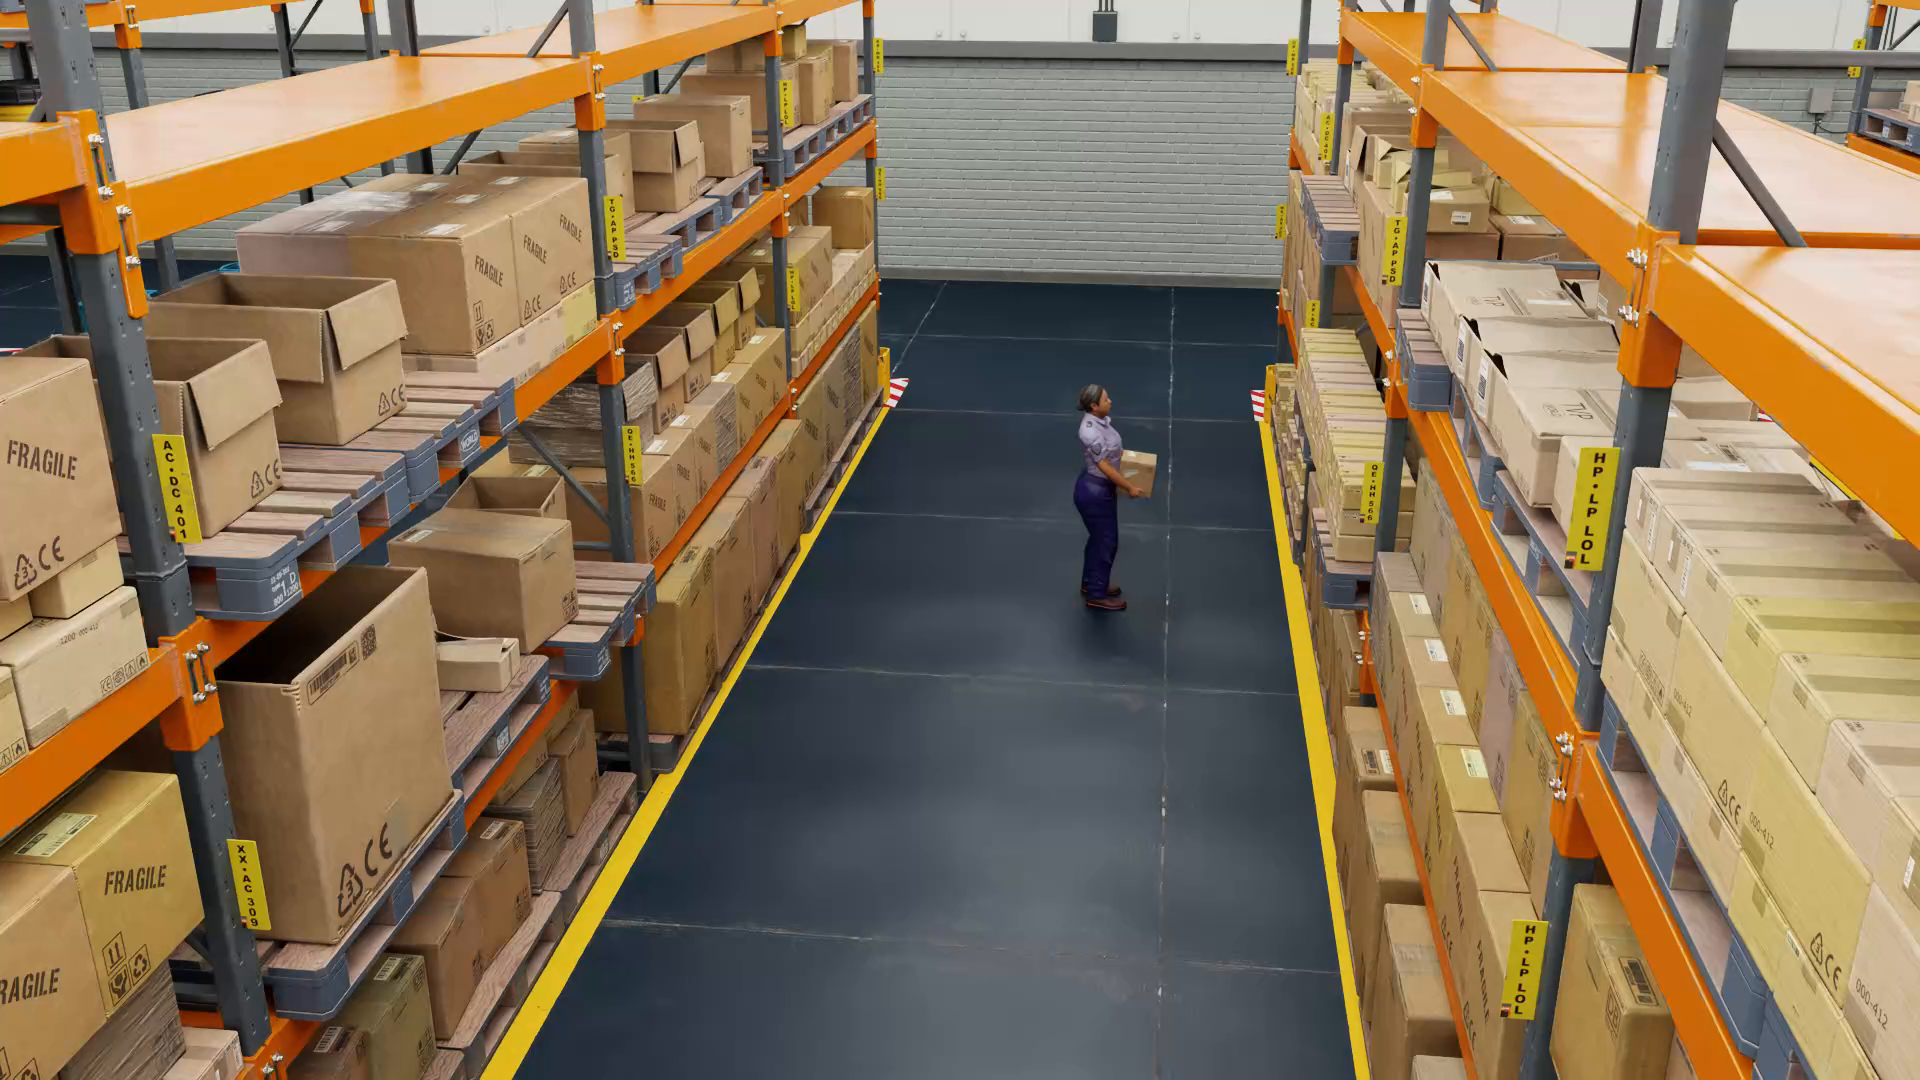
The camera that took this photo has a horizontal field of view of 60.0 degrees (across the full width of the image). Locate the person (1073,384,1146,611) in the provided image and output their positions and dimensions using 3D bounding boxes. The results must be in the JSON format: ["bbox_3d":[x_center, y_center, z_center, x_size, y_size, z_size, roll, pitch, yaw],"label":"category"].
[{"bbox_3d":[1.077,-0.320,11.942,0.524,1.636,0.453,3,21,7],"label":"person"}]
